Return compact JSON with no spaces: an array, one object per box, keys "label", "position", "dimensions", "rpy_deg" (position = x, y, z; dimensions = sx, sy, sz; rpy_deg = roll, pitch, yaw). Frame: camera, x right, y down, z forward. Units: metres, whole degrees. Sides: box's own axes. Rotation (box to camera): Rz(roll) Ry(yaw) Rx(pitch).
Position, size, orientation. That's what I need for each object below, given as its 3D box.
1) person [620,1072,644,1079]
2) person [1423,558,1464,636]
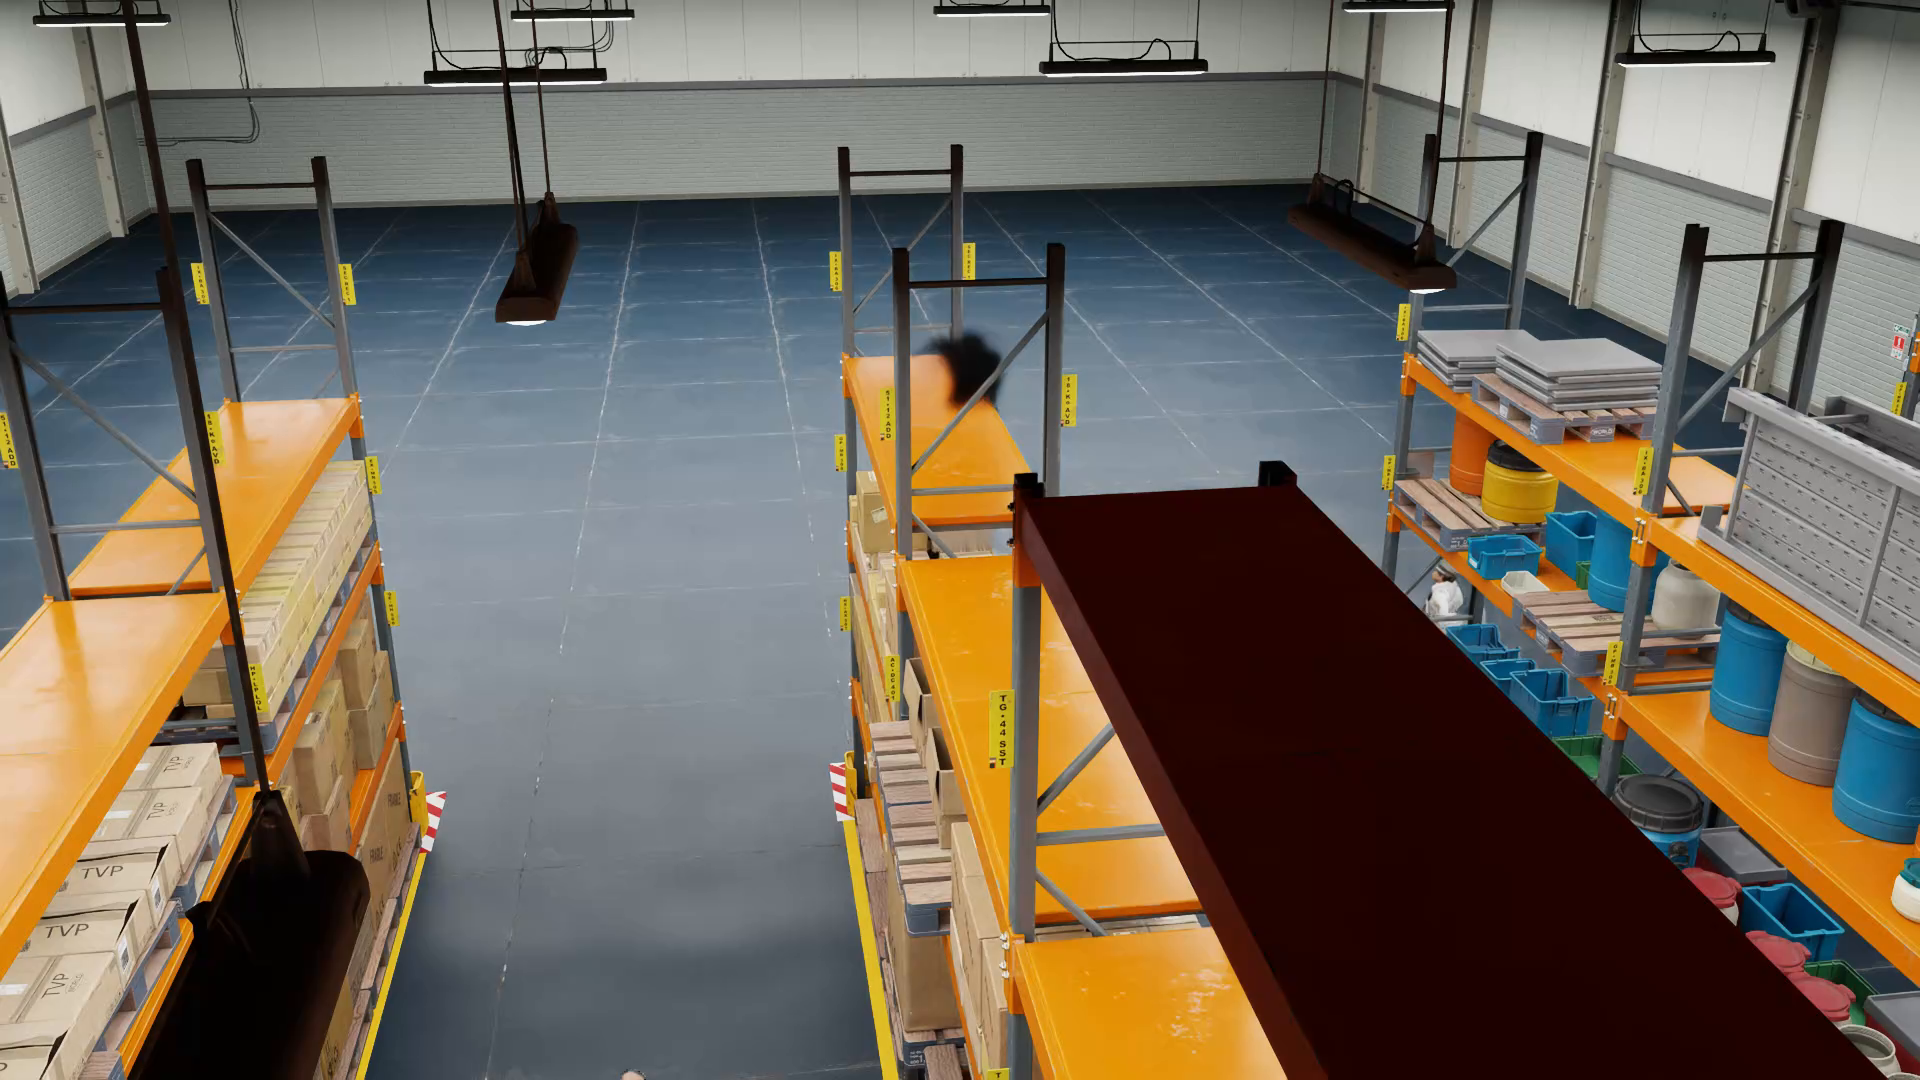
[{"label":"person","position":[-1.707,3.816,9.575],"dimensions":[0.783,1.720,0.859],"rpy_deg":[1,22,3]},{"label":"person","position":[4.999,0.960,17.015],"dimensions":[0.602,1.648,0.609],"rpy_deg":[13,25,30]}]
